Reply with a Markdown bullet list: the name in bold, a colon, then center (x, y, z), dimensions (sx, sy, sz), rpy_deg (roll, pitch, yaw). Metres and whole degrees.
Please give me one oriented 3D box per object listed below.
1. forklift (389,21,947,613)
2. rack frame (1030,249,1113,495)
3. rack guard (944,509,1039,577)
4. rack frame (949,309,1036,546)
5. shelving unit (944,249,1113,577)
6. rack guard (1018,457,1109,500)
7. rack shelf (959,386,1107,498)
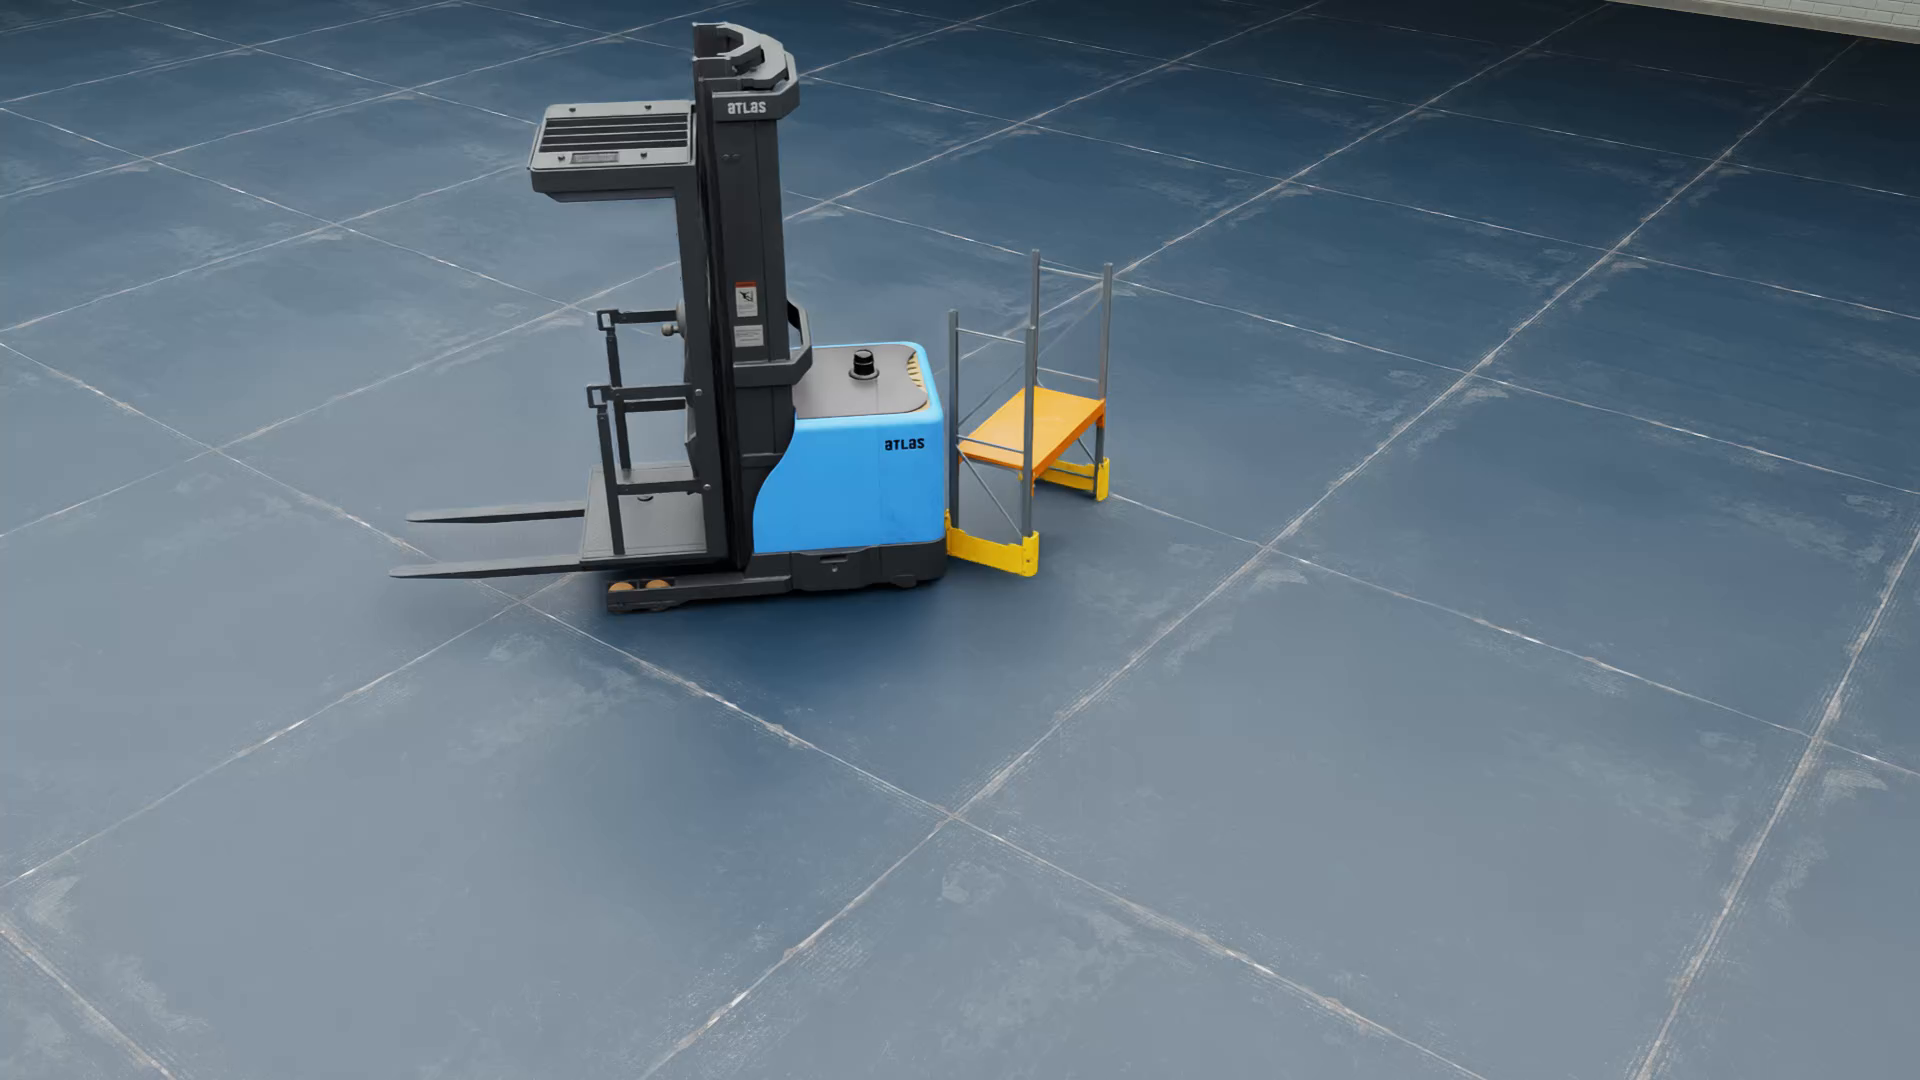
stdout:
- **forklift**: center (-1.632, -1.148, 8.812), dimensions (3.031, 2.935, 1.130), rpy_deg (-4, 31, -7)
- **rack frame**: center (0.642, -0.981, 9.934), dimensions (0.500, 1.500, 0.032), rpy_deg (15, 34, 24)
- **rack guard**: center (0.169, 0.015, 9.480), dimensions (0.587, 0.250, 0.087), rpy_deg (15, 34, 24)
- **rack frame**: center (0.168, -0.522, 9.160), dimensions (0.500, 1.500, 0.032), rpy_deg (15, 34, 24)
- **shelving unit**: center (0.401, -0.747, 9.540), dimensions (0.587, 1.500, 1.083), rpy_deg (15, 34, 24)
- **rack guard**: center (0.633, -0.434, 10.237), dimensions (0.587, 0.250, 0.087), rpy_deg (15, 34, 24)
- **rack shelf**: center (0.405, -0.597, 9.638), dimensions (0.538, 0.185, 1.000), rpy_deg (15, 34, 24)
